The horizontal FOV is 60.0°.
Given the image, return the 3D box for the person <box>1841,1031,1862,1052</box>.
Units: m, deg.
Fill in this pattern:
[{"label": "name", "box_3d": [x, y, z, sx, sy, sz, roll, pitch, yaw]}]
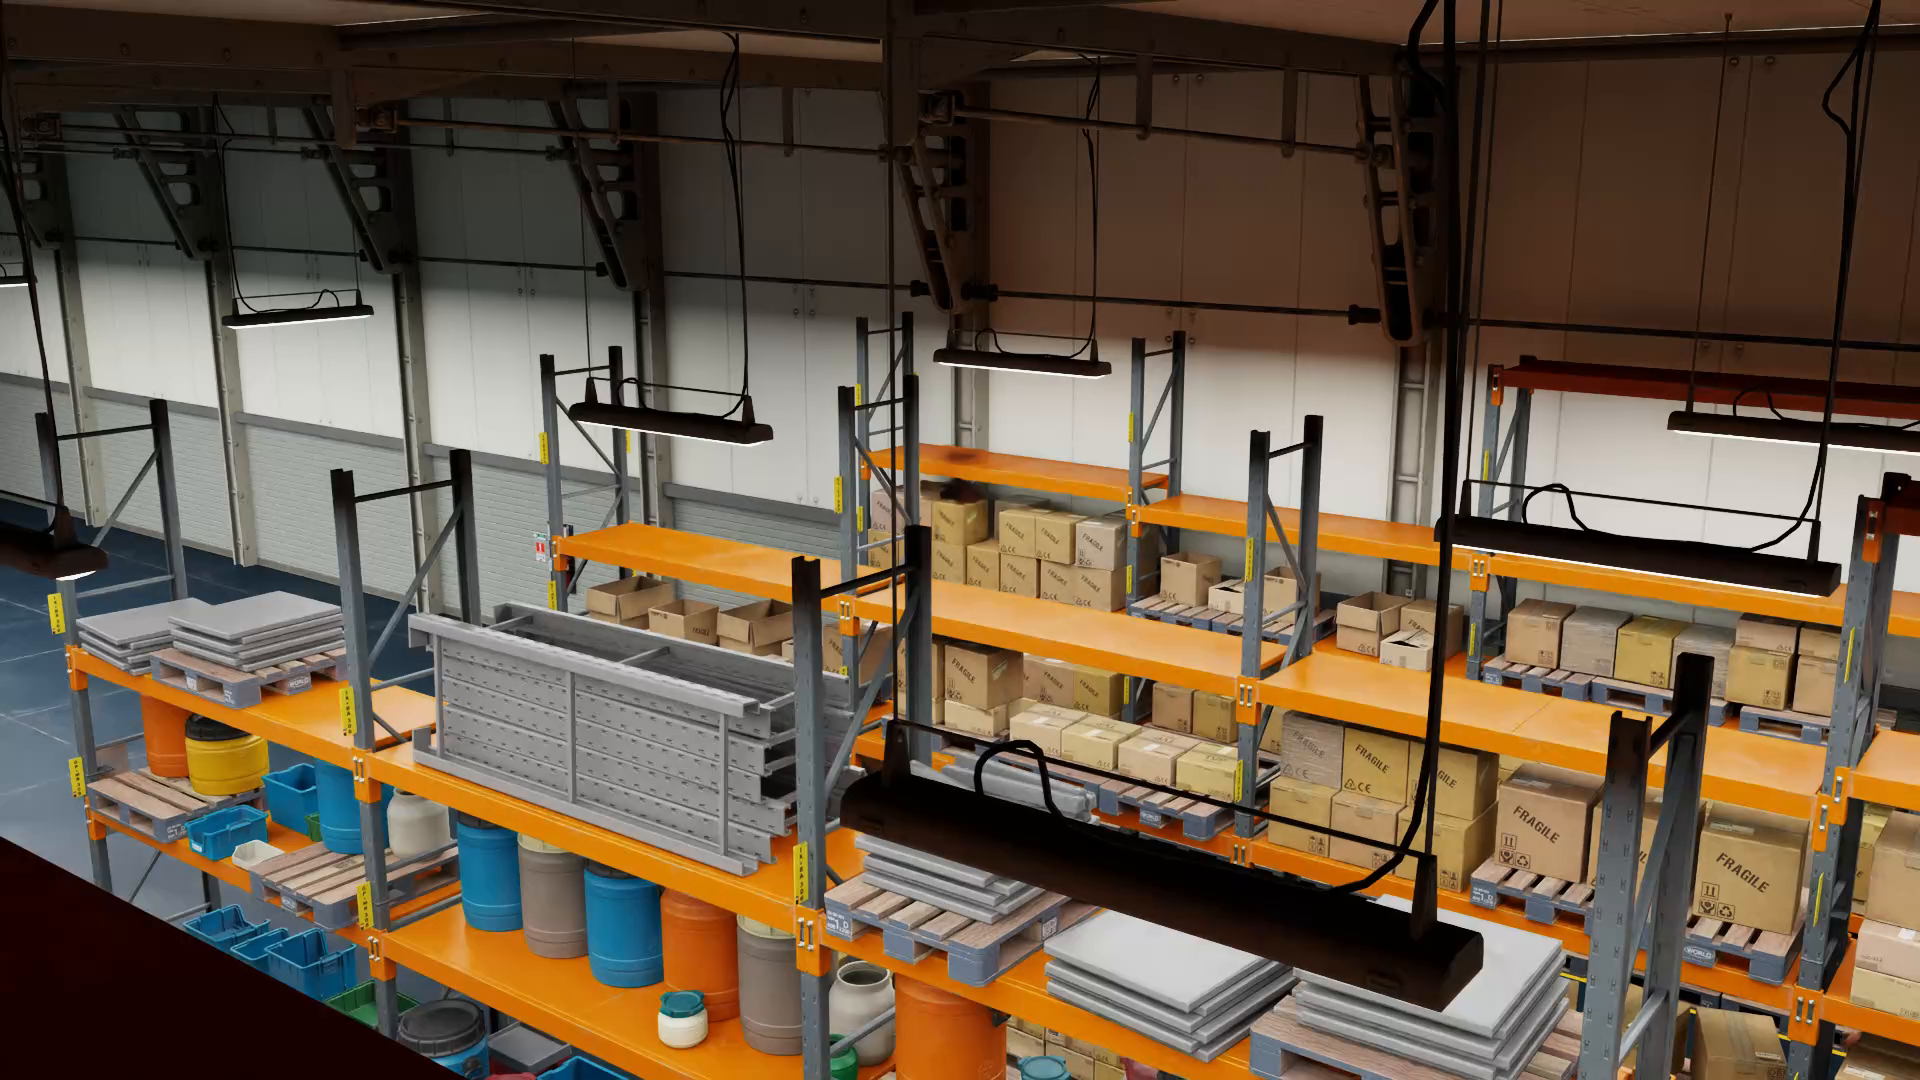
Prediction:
[{"label": "person", "box_3d": [7.688, 4.092, 13.849, 1.080, 1.725, 0.619, 8, 15, 31]}]
